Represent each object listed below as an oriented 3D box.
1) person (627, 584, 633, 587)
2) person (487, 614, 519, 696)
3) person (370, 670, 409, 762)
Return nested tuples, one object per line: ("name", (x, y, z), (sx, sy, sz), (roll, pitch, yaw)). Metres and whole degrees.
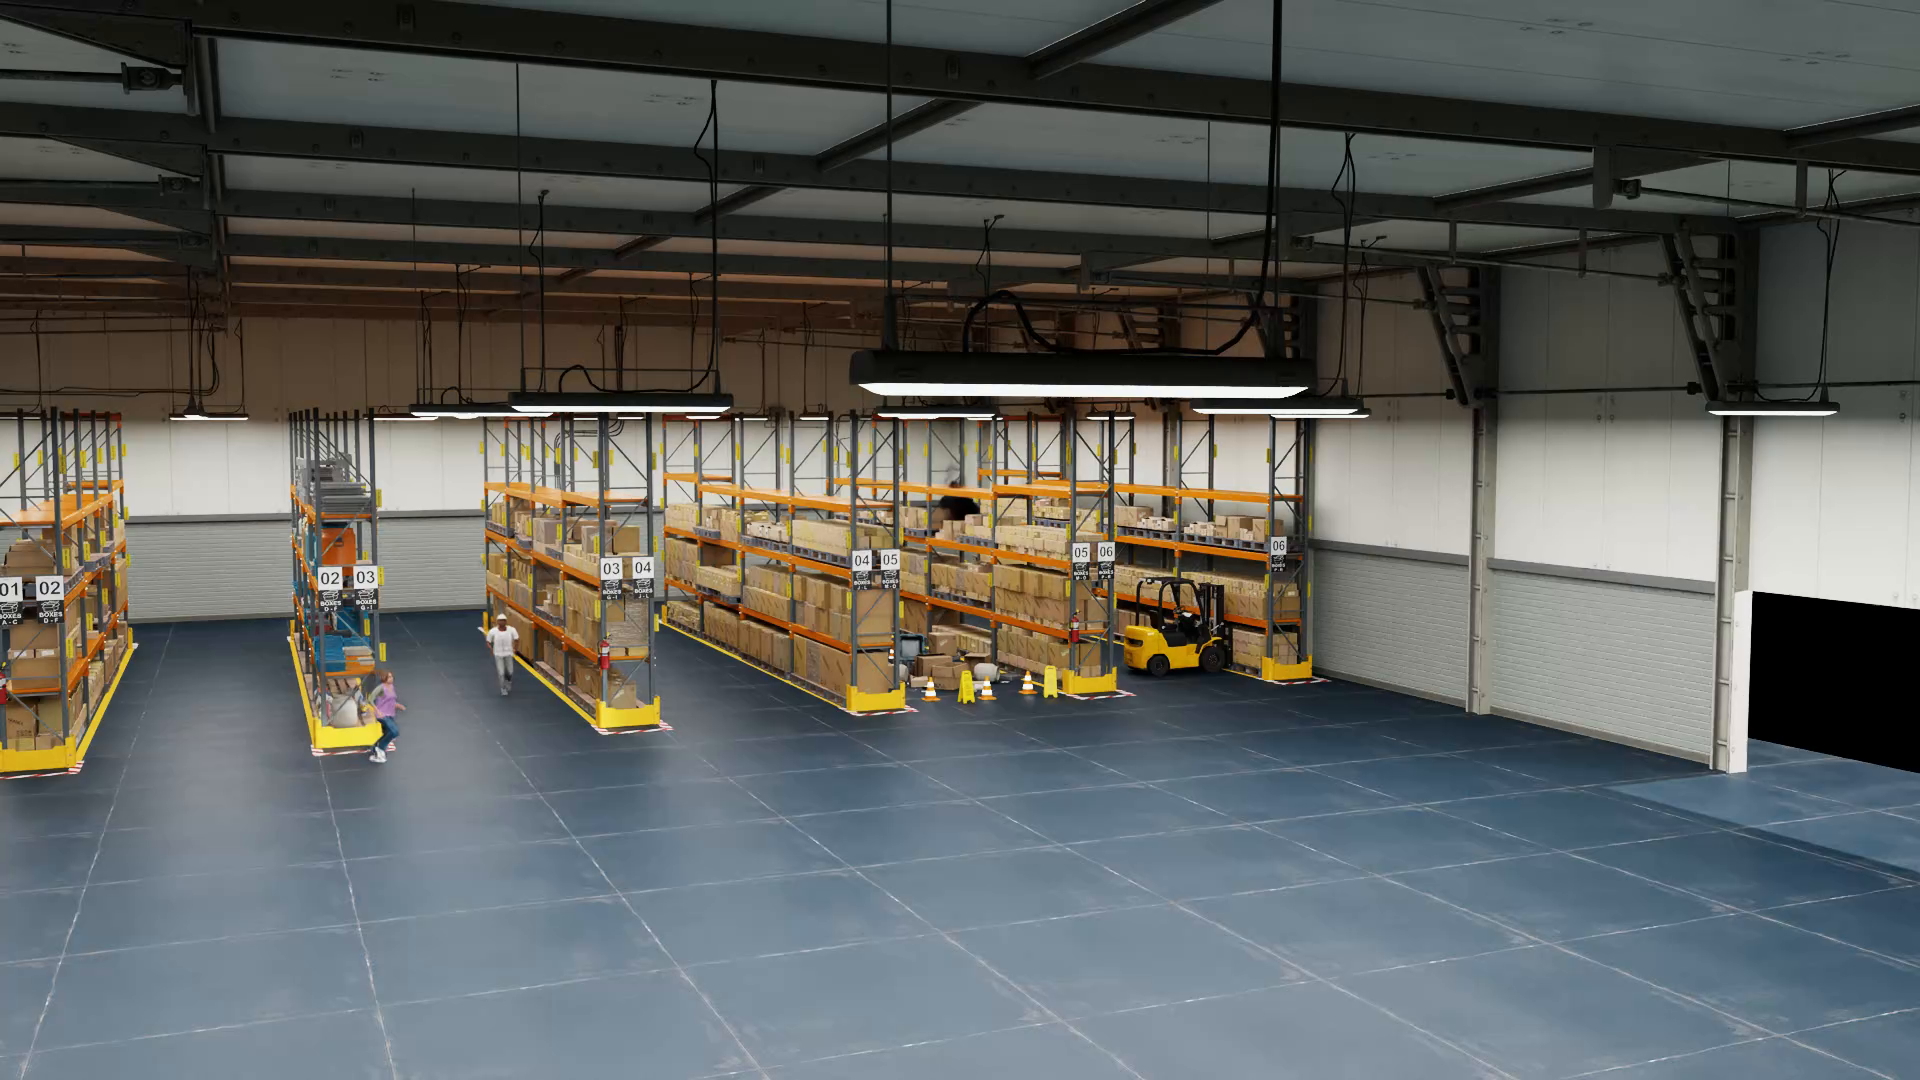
("person", (-9.380, 1.660, 46.622), (0.609, 1.684, 0.669), (-1, 4, -19))
("person", (-9.566, 2.412, 34.871), (0.674, 1.721, 0.569), (-1, 4, -19))
("person", (-9.654, 2.965, 28.047), (0.712, 1.552, 0.466), (1, 4, 10))
